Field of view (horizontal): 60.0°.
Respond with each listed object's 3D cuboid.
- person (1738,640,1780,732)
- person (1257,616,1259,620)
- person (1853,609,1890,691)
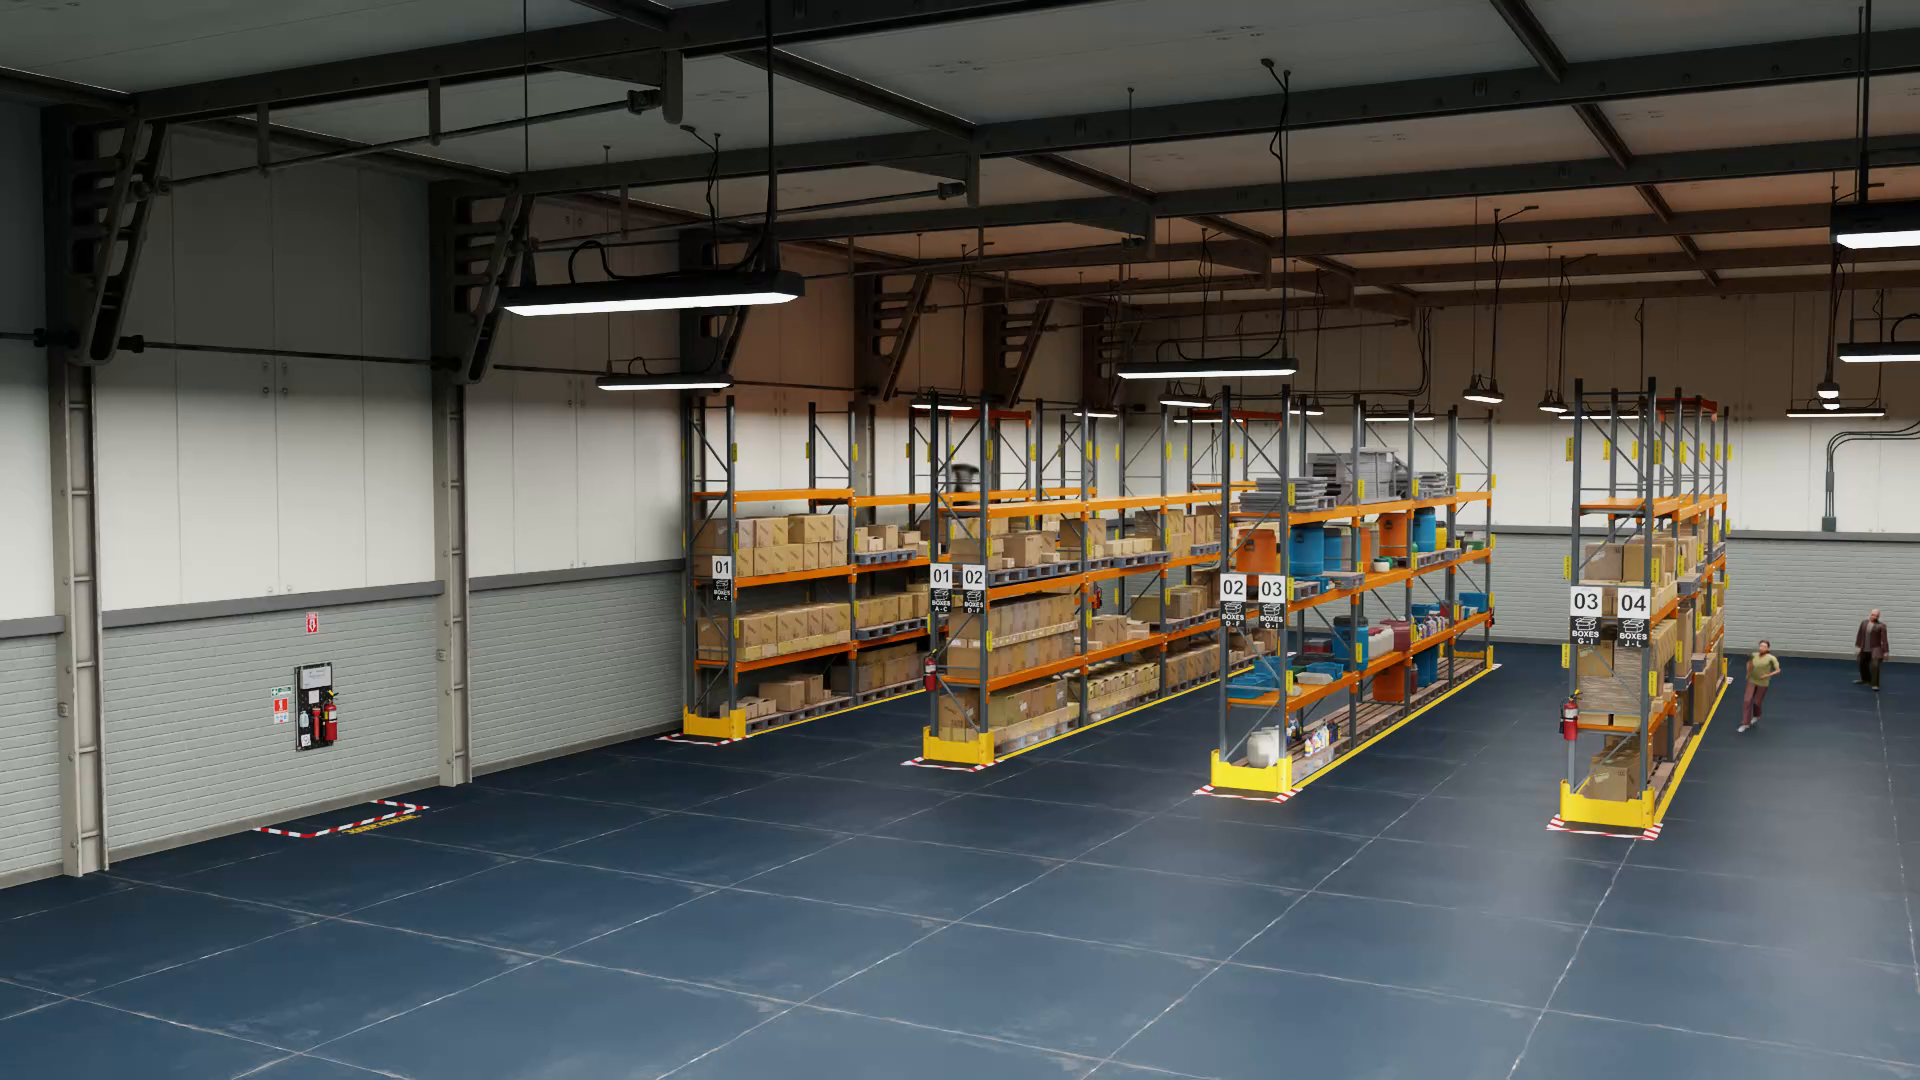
[{"bbox_3d":[14.471,2.611,29.993,0.604,1.653,0.885,2,4,40],"label":"person"},{"bbox_3d":[7.652,1.940,42.301,0.787,1.730,0.652,2,4,33],"label":"person"},{"bbox_3d":[19.209,2.300,35.144,0.786,1.712,0.891,-2,3,-29],"label":"person"}]
